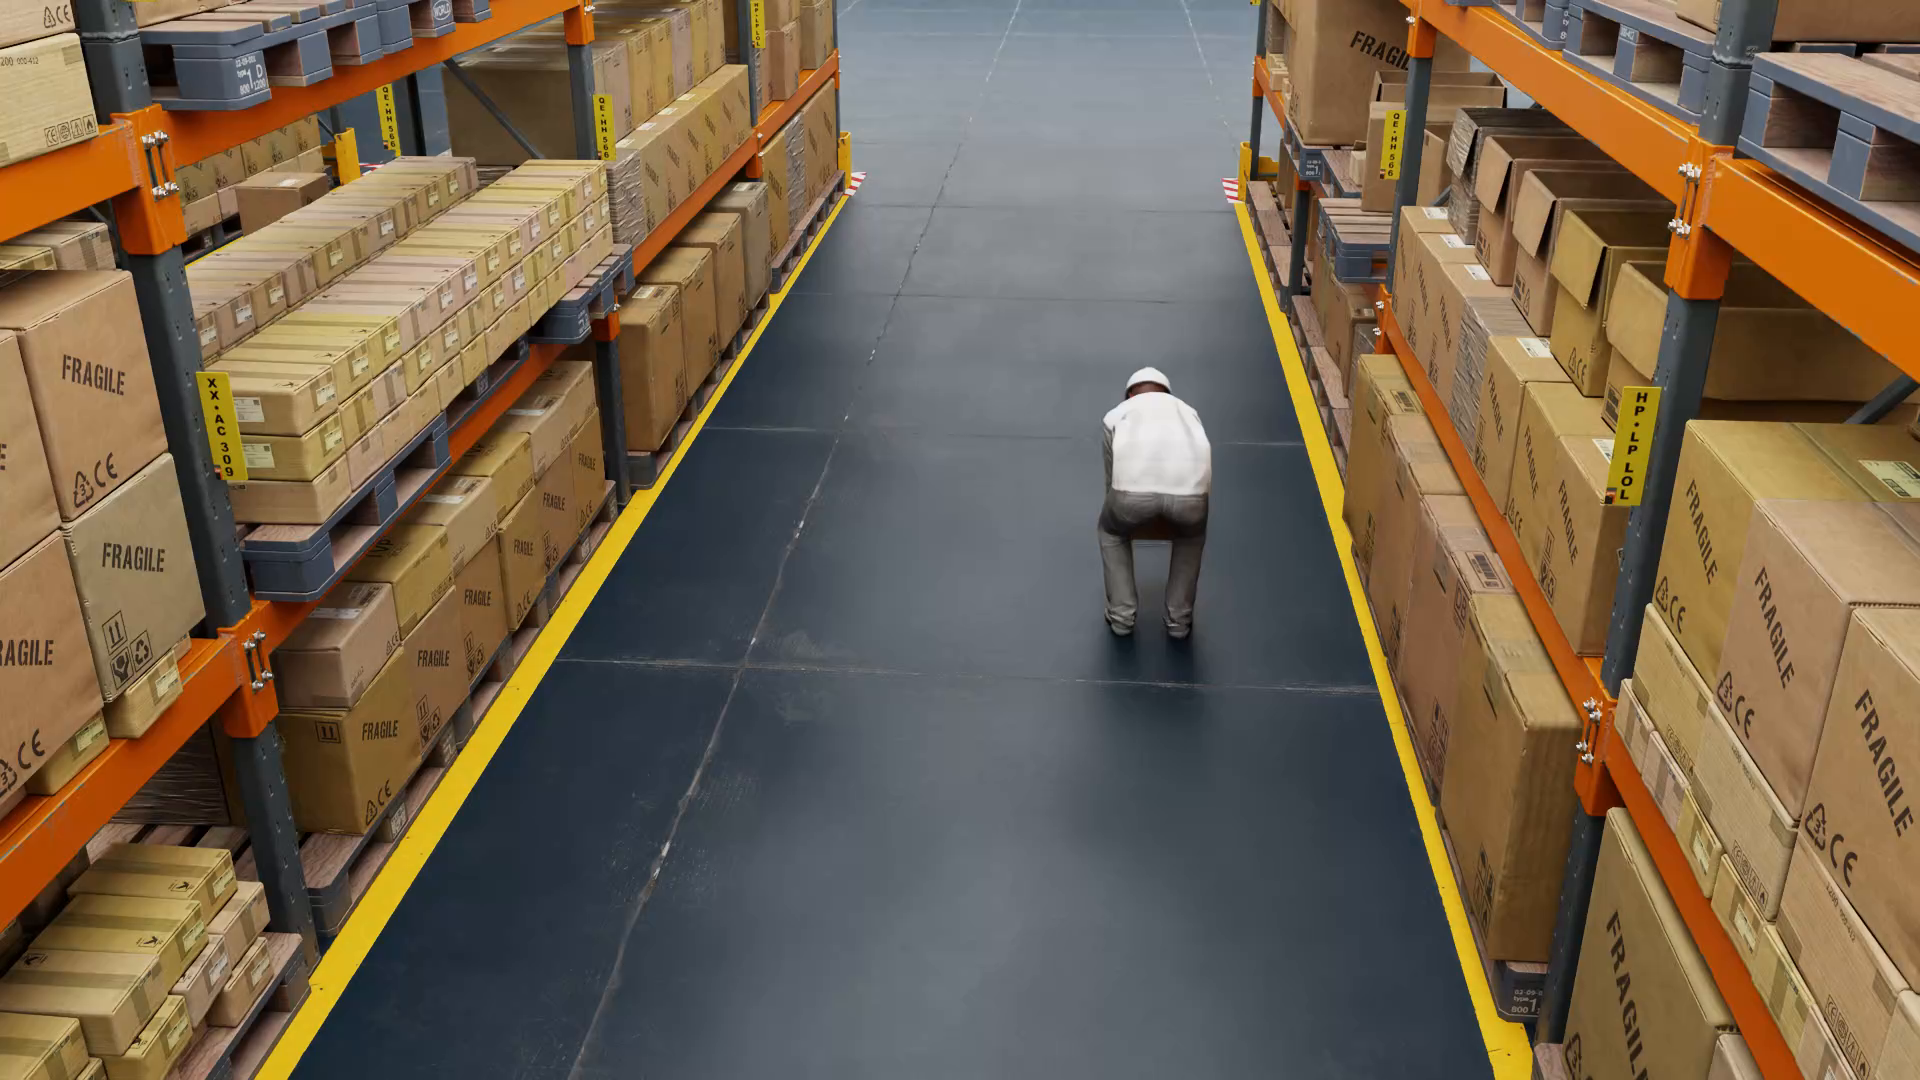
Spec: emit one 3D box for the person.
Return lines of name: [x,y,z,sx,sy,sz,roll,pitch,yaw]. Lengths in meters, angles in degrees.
person: [0.899,-0.171,7.800,0.506,1.071,0.996,1,24,2]
